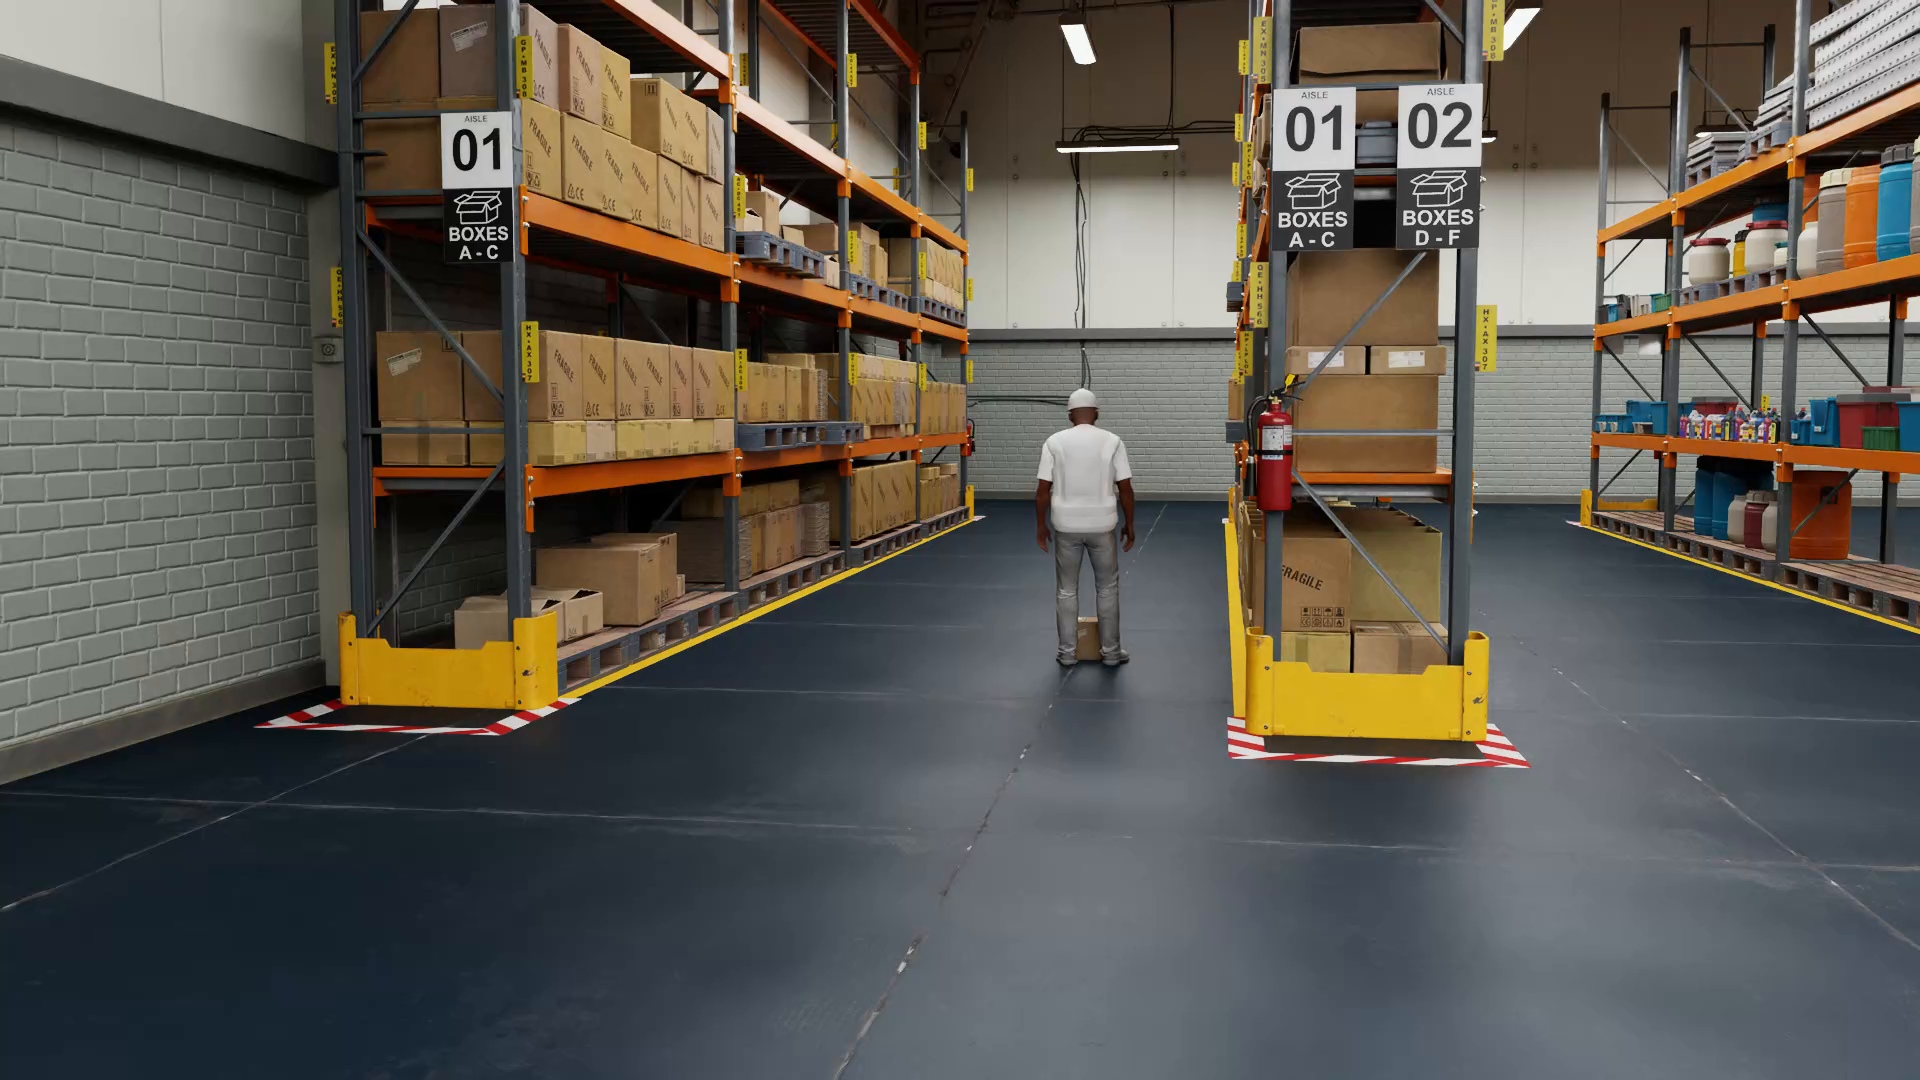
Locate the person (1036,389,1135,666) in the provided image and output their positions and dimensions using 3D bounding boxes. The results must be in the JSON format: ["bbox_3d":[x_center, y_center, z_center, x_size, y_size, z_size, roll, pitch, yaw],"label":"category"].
[{"bbox_3d":[0.805,-0.086,10.661,0.633,1.757,0.463,1,4,8],"label":"person"}]
